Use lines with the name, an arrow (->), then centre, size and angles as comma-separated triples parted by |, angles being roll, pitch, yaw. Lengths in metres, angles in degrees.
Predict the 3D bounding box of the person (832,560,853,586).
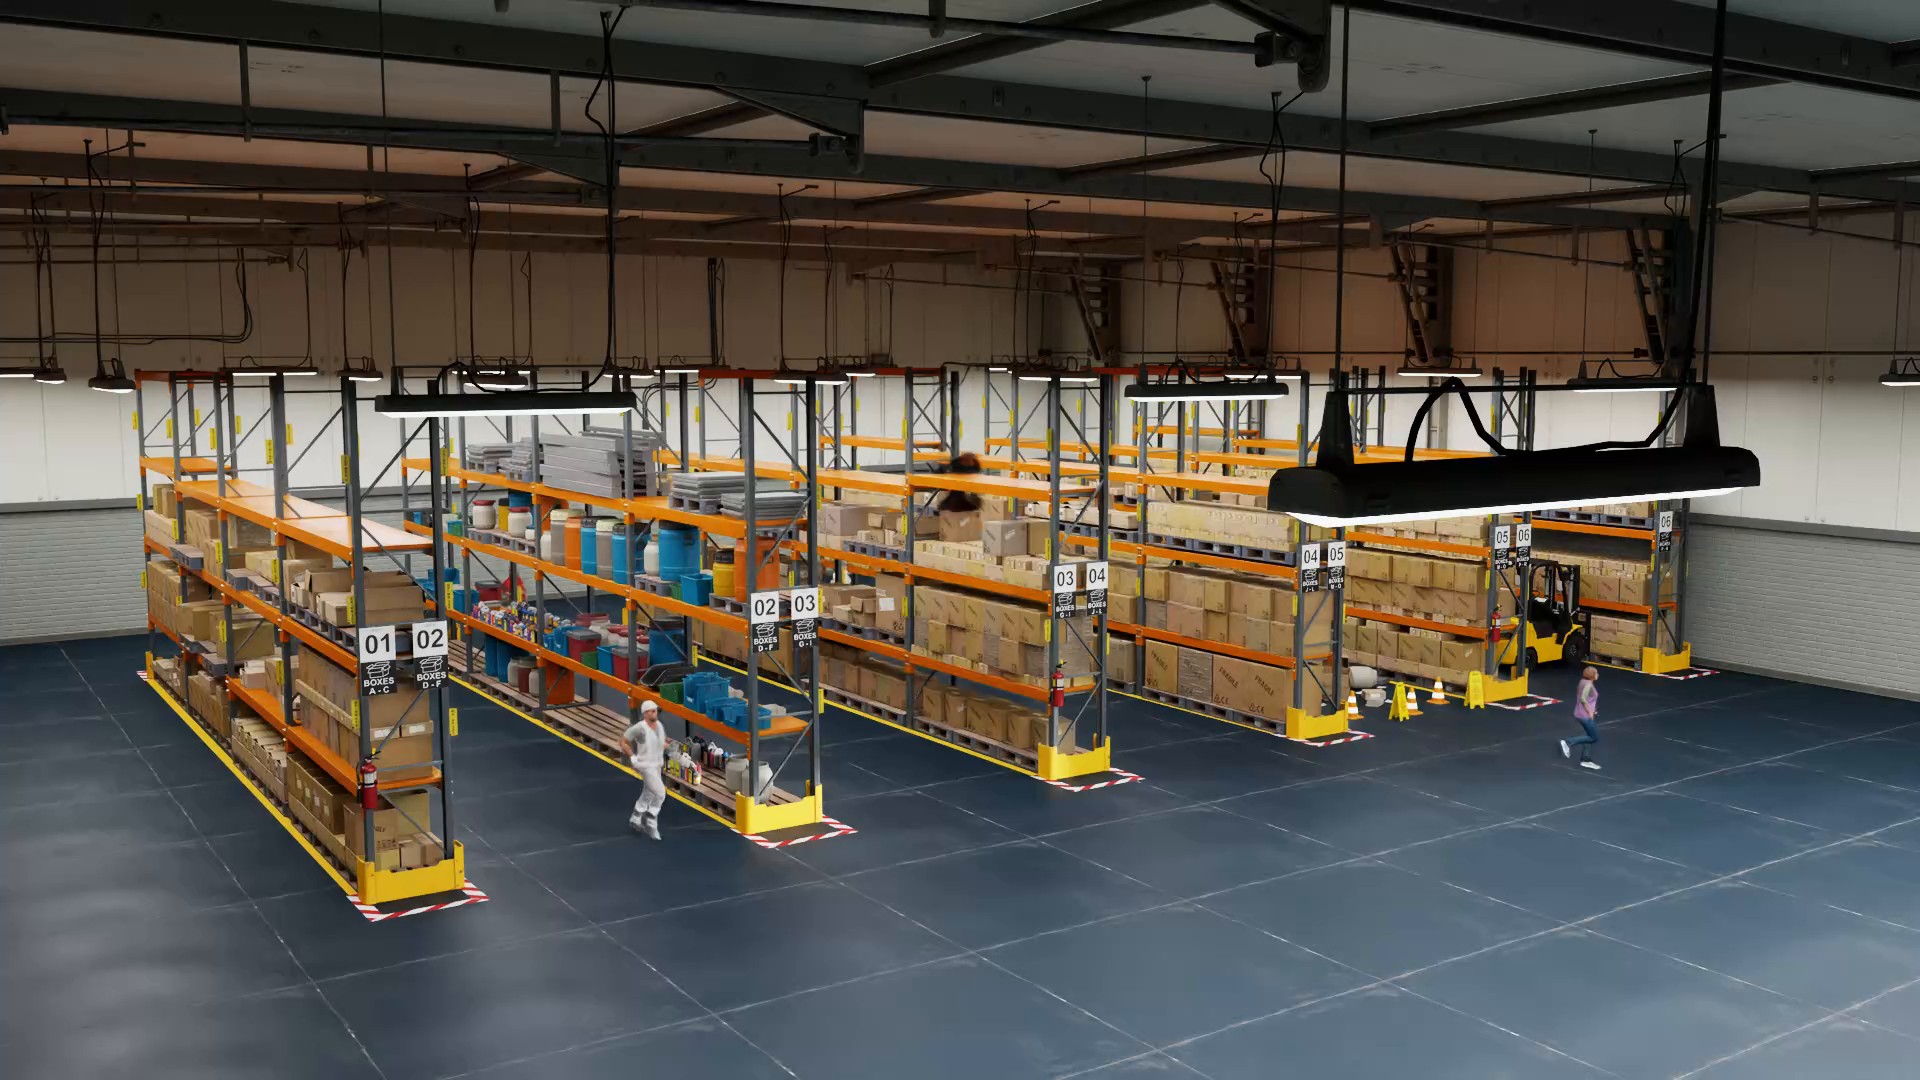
person -> -2.631, 1.283, 37.271 | 0.632, 1.727, 0.900 | -5, 8, -36

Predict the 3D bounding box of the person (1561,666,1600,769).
person -> 9.505, 2.703, 25.448 | 0.573, 1.566, 0.560 | 1, 7, 11

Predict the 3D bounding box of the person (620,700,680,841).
person -> -4.040, 3.002, 21.748 | 0.754, 1.830, 0.632 | 3, 7, 24

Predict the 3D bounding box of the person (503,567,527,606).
person -> -9.682, 1.414, 36.129 | 0.864, 1.741, 0.659 | 4, 7, 29
